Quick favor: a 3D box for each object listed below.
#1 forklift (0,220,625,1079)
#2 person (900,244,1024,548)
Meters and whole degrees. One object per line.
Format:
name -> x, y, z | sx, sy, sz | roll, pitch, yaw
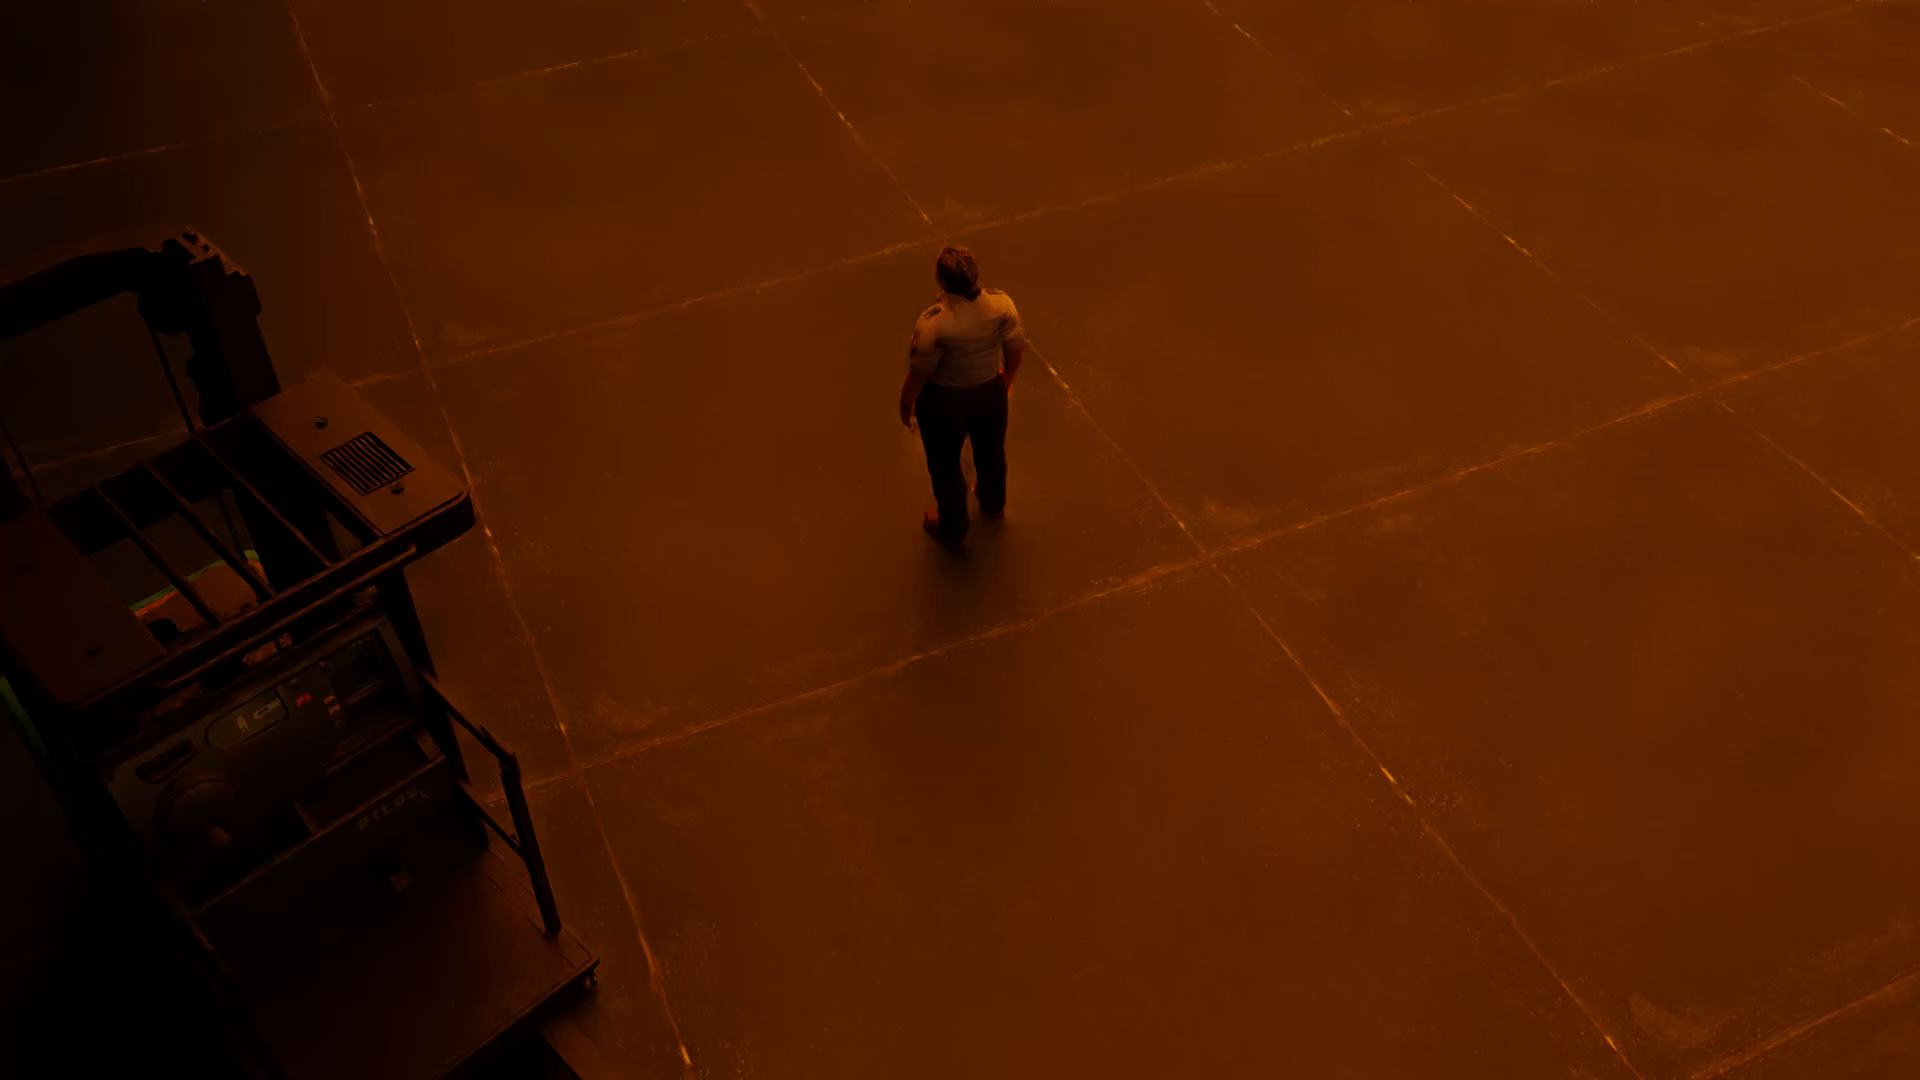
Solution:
forklift -> -1.965, 0.665, 4.968 | 1.130, 2.935, 3.031 | -34, 53, -31
person -> -0.017, -0.670, 7.328 | 0.599, 1.650, 0.502 | -18, 46, -18
